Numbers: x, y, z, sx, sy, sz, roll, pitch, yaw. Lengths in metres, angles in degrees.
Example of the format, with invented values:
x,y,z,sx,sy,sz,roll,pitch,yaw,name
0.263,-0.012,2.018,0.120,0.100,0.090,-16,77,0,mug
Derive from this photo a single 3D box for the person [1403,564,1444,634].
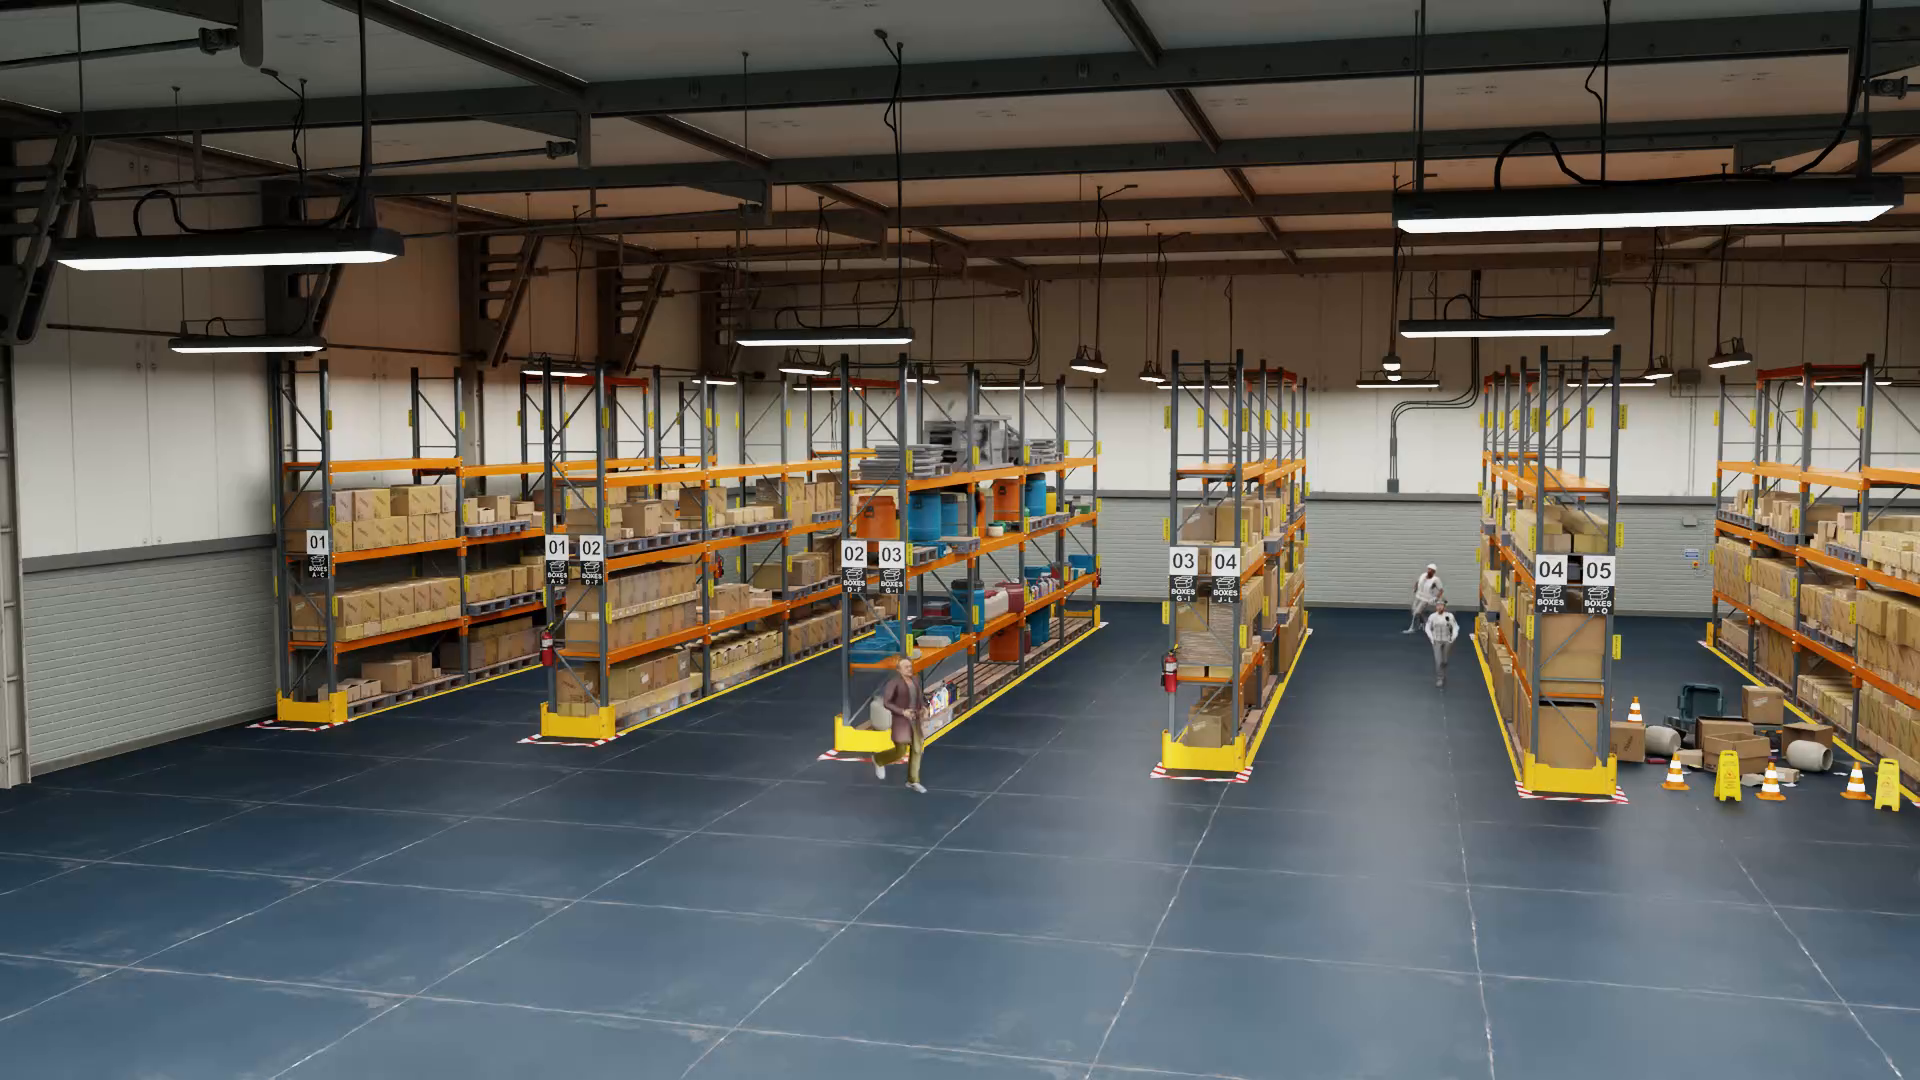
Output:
x,y,z,sx,sy,sz,roll,pitch,yaw,name
10.900,1.378,38.772,0.730,1.674,0.830,-4,5,-41,person

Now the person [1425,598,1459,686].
x,y,z,sx,sy,sz,roll,pitch,yaw,name
9.116,1.919,31.478,0.619,1.667,0.488,1,4,17,person

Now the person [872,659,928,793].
x,y,z,sx,sy,sz,roll,pitch,yaw,name
-0.776,2.503,22.673,0.719,1.779,0.934,-4,6,-42,person
